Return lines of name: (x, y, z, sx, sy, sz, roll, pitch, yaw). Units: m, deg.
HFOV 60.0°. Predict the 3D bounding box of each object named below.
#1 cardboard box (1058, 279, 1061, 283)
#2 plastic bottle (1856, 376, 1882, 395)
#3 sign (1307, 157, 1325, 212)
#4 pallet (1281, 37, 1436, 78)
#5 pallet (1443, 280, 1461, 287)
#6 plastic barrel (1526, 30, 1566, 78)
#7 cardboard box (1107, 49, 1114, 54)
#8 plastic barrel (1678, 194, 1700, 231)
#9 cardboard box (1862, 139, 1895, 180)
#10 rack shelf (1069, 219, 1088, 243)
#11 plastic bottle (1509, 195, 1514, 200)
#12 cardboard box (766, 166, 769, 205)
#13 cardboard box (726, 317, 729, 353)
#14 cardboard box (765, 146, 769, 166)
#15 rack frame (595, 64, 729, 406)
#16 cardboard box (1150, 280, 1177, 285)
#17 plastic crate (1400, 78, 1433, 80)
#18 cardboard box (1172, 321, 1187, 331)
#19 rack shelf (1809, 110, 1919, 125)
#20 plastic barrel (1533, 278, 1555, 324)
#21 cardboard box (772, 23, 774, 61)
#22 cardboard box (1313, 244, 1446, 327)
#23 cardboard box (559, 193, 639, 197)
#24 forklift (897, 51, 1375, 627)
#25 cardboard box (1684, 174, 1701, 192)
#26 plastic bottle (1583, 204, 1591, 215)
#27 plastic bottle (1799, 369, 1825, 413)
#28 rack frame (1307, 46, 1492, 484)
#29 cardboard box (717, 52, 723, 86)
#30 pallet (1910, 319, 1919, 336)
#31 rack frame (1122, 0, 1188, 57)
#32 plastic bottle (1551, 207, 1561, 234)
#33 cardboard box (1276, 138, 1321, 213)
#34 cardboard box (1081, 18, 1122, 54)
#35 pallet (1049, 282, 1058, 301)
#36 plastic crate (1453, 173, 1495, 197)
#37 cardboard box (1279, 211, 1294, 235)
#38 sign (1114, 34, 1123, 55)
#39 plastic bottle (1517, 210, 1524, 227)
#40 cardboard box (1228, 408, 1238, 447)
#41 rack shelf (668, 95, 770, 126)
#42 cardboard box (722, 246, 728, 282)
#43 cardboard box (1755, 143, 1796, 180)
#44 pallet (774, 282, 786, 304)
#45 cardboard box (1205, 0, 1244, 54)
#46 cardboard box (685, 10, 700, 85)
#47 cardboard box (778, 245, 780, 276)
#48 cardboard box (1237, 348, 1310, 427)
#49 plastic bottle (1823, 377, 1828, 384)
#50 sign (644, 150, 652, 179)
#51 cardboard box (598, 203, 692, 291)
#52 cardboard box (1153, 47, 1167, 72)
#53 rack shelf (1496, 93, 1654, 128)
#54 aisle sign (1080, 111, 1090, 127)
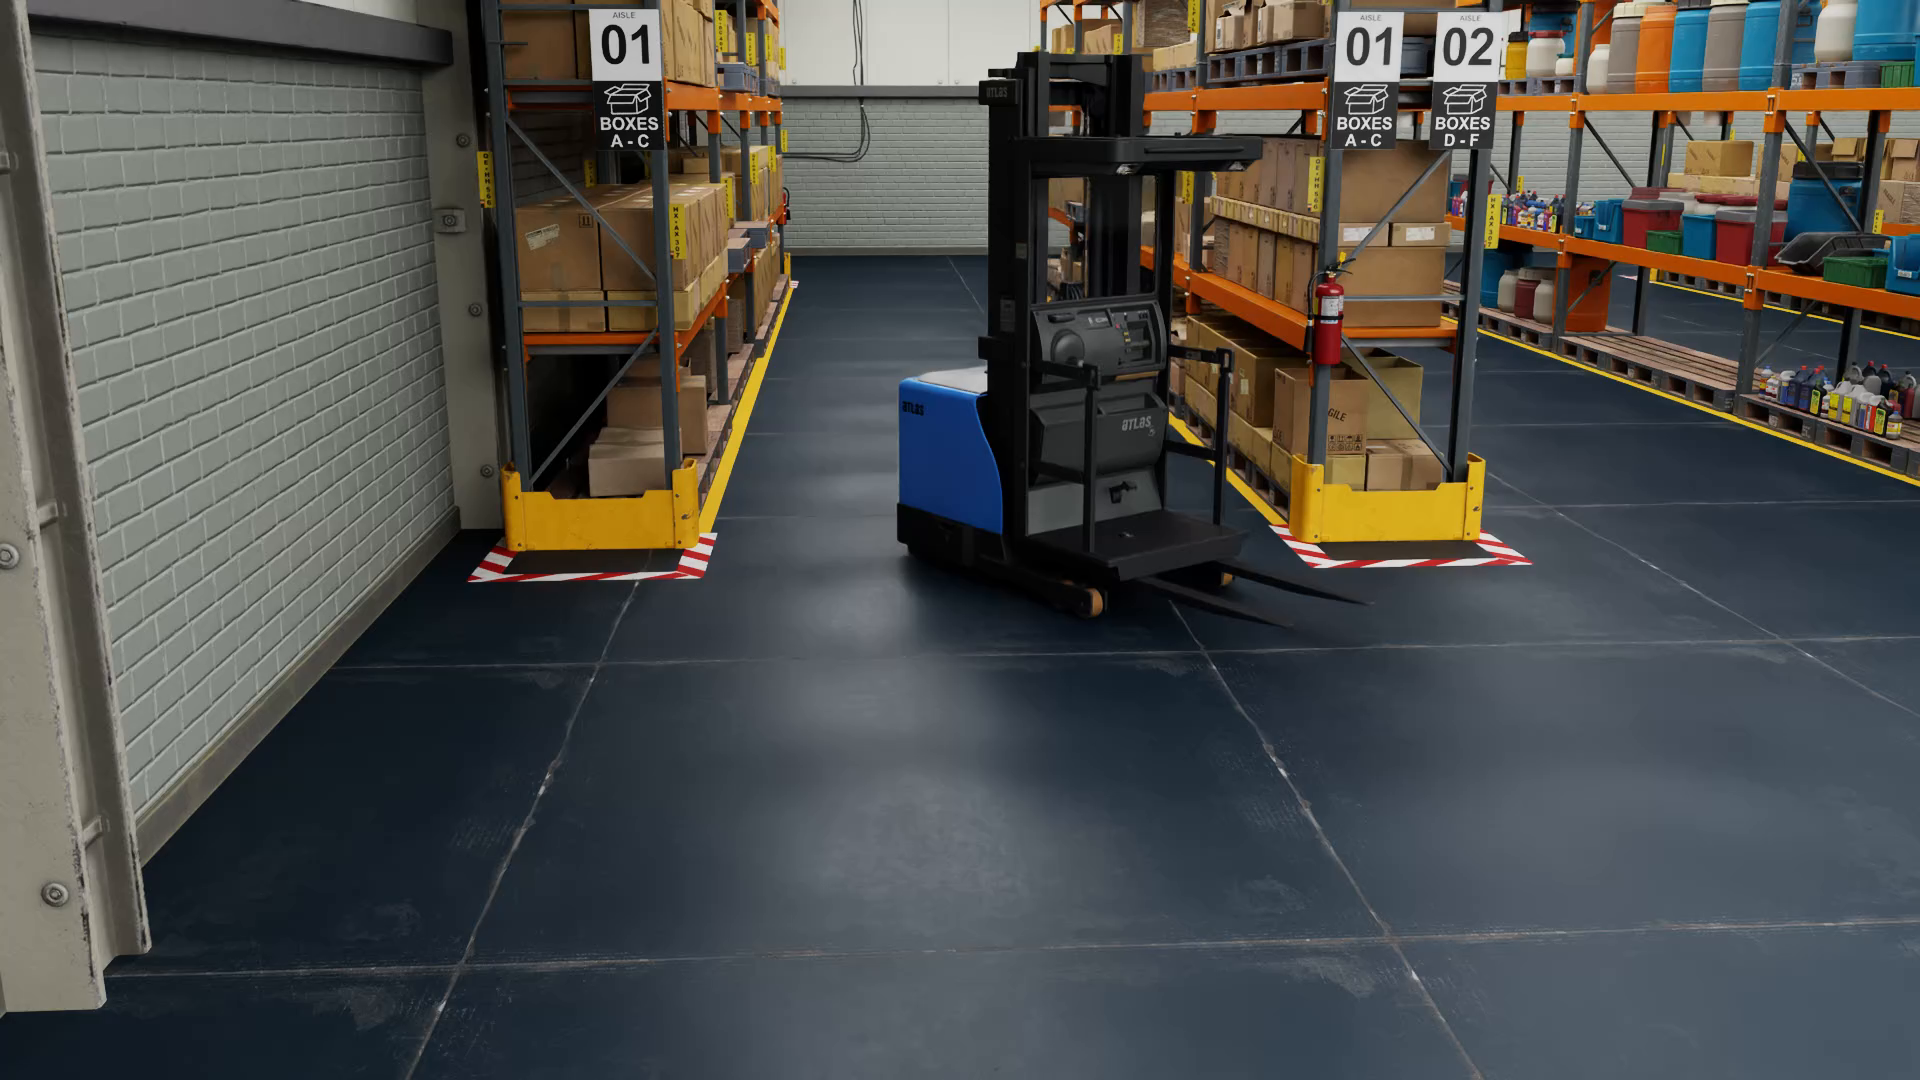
cardboard box: (1.567, -3.539, 23.100, 0.380, 0.149, 0.250, -1, 14, -3)
plastic bottle: (7.602, -1.245, 13.928, 0.152, 0.276, 0.135, -1, 14, -3)
sign: (2.170, -2.163, 10.114, 0.100, 0.325, 0.005, -1, 14, -3)
pallet: (2.695, -3.079, 10.630, 1.003, 0.211, 1.213, -1, 14, -3)
pallet: (6.750, -3.688, 24.438, 1.003, 0.211, 1.213, -1, 14, -3)
plastic barrel: (6.901, -5.718, 19.595, 0.433, 0.535, 0.433, 0, 14, 0)
cardboard box: (2.125, -5.218, 18.567, 0.910, 0.500, 0.500, -1, 14, -3)
plastic barrel: (7.464, -3.254, 16.931, 0.421, 0.512, 0.421, 0, 14, 0)
cardboard box: (11.935, -4.834, 21.079, 0.797, 0.503, 0.637, -1, 14, -3)
rack shelf: (2.093, -3.631, 20.063, 1.077, 0.370, 4.000, -1, 14, -3)
plastic bottle: (7.260, -4.399, 21.854, 0.152, 0.276, 0.135, -1, 14, -3)
cardboard box: (-2.695, -4.491, 21.123, 0.500, 0.500, 0.500, -1, 14, -4)
cardboard box: (-2.715, -2.099, 16.798, 0.700, 0.500, 0.500, -1, 14, -4)
cardboard box: (-2.691, -4.853, 21.024, 0.500, 0.250, 0.500, -1, 14, -2)
rack frame: (-2.479, -2.410, 13.873, 1.000, 3.000, 0.127, -1, 14, -3)
cardboard box: (2.436, -2.732, 19.260, 0.500, 0.500, 0.500, -1, 14, -5)
plastic crate: (6.495, -6.387, 23.547, 0.437, 0.282, 0.530, -1, 14, -3)
cardboard box: (2.115, -1.856, 15.271, 0.500, 0.311, 0.500, 0, 14, -2)
rack shelf: (11.980, -5.236, 20.280, 1.077, 0.370, 4.000, -1, 14, -3)
plastic barrel: (6.989, -2.817, 19.604, 0.421, 0.512, 0.421, 0, 14, 0)
cardboard box: (-2.813, -6.827, 22.772, 0.500, 0.500, 0.500, -1, 14, -3)
cardboard box: (2.696, -1.657, 10.747, 0.700, 0.500, 0.500, -1, 14, -3)
cardboard box: (-2.562, -2.208, 11.846, 0.500, 0.500, 0.500, -1, 14, -3)
forklift: (0.911, -1.137, 9.064, 1.130, 2.935, 3.031, -11, 18, -36)
cardboard box: (11.408, -5.442, 25.363, 0.500, 0.250, 0.500, -1, 14, -4)
plastic bottle: (7.426, -3.843, 19.700, 0.097, 0.271, 0.097, 0, 14, 0)
plastic bottle: (7.056, -1.239, 13.755, 0.144, 0.351, 0.185, -1, 15, -6)
rack frame: (2.713, -1.493, 10.307, 1.000, 3.000, 0.127, -1, 14, -3)
cardboard box: (-2.739, -4.593, 16.092, 0.797, 0.503, 0.637, 1, 14, 4)
pallet: (12.131, -2.481, 19.745, 1.003, 0.211, 1.213, -1, 14, -3)
rack frame: (2.217, -6.387, 17.293, 1.000, 3.000, 0.127, -1, 14, -3)
plastic bottle: (6.710, -3.595, 18.714, 0.061, 0.283, 0.133, -1, 14, -3)
cardboard box: (2.623, -2.555, 11.632, 0.700, 0.500, 0.500, -1, 14, -3)
cardboard box: (1.901, -6.583, 21.863, 0.700, 0.500, 0.500, -1, 14, -3)
pallet: (1.849, -3.601, 24.100, 1.003, 0.211, 1.213, -1, 14, -3)
plastic crate: (7.108, -4.838, 23.063, 0.402, 0.464, 0.583, -1, 14, -3)
cardboard box: (2.435, -2.204, 11.569, 0.380, 0.149, 0.250, 0, 14, -2)
sign: (1.675, -5.177, 17.571, 0.100, 0.325, 0.005, -1, 14, -3)
plastic bottle: (6.665, -3.811, 19.718, 0.097, 0.201, 0.097, 0, 14, 0)
cardboard box: (2.279, -0.866, 12.547, 0.500, 0.250, 0.500, -1, 14, -3)
rack shelf: (-2.851, -5.006, 19.388, 1.077, 0.370, 4.000, -1, 14, -3)
cardboard box: (-2.147, -2.234, 13.450, 0.500, 0.250, 0.500, -1, 14, -3)
cardboard box: (11.534, -5.298, 23.298, 0.500, 0.500, 0.500, -1, 14, -3)
pallet: (-3.023, -3.543, 23.875, 1.003, 0.211, 1.213, -1, 14, -3)
cardboard box: (2.233, -4.130, 13.215, 0.500, 0.500, 0.500, 0, 14, 1)
cardboard box: (-2.091, -3.409, 11.496, 0.500, 0.500, 0.500, 0, 14, 0)
cardboard box: (-3.080, -4.215, 25.061, 0.700, 0.500, 0.500, -1, 14, -3)
cardboard box: (2.306, -1.105, 11.970, 0.500, 0.500, 0.500, -1, 14, -3)
plastic bottle: (7.174, -1.213, 13.814, 0.097, 0.271, 0.097, 0, 14, 0)
sign: (-3.281, -3.956, 17.559, 0.100, 0.325, 0.005, -1, 14, -3)
cardboard box: (-1.961, -1.839, 10.409, 0.500, 0.500, 0.500, -1, 14, -3)
cardboard box: (2.301, -4.954, 17.198, 0.500, 0.250, 0.500, -2, 15, -8)
rack shelf: (7.037, -5.159, 19.983, 1.077, 0.370, 4.000, -1, 14, -3)
aisle sign: (2.023, -6.752, 25.533, 0.394, 0.787, 0.004, -1, 14, -3)
